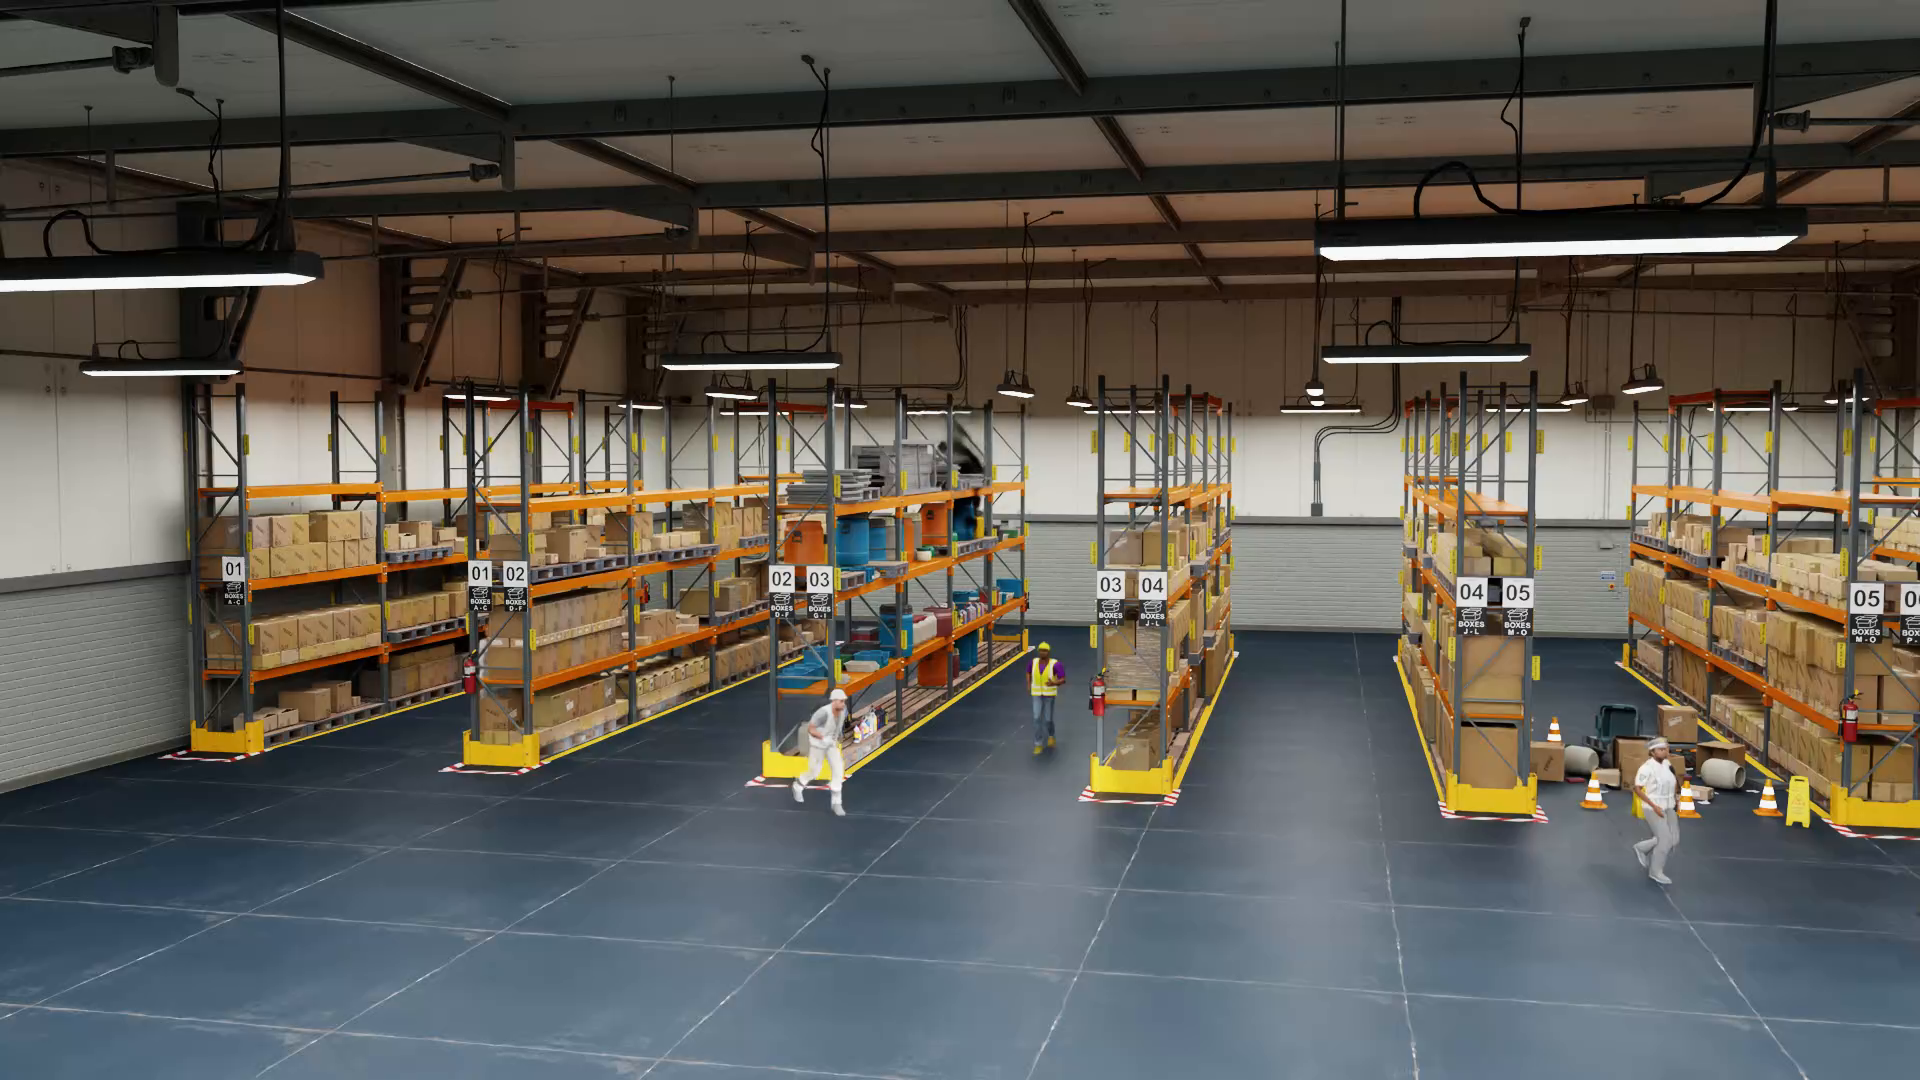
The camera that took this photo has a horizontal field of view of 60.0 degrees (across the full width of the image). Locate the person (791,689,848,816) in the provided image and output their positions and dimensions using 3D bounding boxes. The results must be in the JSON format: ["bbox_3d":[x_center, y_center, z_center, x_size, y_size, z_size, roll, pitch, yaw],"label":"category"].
[{"bbox_3d":[-1.915,2.866,22.759,1.060,1.730,0.697,3,4,38],"label":"person"}]

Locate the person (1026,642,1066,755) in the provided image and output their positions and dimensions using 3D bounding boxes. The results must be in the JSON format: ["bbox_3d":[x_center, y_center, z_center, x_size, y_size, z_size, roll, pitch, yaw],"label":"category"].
[{"bbox_3d":[1.388,2.572,27.202,0.703,1.812,0.773,1,3,15],"label":"person"}]

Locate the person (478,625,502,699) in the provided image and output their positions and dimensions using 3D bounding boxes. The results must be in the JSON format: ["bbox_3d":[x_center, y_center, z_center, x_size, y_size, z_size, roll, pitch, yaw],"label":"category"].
[{"bbox_3d":[-8.341,2.421,29.541,0.699,1.820,0.875,1,3,9],"label":"person"}]

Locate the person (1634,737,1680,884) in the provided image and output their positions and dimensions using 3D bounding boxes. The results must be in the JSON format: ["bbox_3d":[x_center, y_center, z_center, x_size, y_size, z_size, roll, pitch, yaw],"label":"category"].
[{"bbox_3d":[8.005,3.083,19.172,0.575,1.674,0.533,-2,4,-29],"label":"person"}]
